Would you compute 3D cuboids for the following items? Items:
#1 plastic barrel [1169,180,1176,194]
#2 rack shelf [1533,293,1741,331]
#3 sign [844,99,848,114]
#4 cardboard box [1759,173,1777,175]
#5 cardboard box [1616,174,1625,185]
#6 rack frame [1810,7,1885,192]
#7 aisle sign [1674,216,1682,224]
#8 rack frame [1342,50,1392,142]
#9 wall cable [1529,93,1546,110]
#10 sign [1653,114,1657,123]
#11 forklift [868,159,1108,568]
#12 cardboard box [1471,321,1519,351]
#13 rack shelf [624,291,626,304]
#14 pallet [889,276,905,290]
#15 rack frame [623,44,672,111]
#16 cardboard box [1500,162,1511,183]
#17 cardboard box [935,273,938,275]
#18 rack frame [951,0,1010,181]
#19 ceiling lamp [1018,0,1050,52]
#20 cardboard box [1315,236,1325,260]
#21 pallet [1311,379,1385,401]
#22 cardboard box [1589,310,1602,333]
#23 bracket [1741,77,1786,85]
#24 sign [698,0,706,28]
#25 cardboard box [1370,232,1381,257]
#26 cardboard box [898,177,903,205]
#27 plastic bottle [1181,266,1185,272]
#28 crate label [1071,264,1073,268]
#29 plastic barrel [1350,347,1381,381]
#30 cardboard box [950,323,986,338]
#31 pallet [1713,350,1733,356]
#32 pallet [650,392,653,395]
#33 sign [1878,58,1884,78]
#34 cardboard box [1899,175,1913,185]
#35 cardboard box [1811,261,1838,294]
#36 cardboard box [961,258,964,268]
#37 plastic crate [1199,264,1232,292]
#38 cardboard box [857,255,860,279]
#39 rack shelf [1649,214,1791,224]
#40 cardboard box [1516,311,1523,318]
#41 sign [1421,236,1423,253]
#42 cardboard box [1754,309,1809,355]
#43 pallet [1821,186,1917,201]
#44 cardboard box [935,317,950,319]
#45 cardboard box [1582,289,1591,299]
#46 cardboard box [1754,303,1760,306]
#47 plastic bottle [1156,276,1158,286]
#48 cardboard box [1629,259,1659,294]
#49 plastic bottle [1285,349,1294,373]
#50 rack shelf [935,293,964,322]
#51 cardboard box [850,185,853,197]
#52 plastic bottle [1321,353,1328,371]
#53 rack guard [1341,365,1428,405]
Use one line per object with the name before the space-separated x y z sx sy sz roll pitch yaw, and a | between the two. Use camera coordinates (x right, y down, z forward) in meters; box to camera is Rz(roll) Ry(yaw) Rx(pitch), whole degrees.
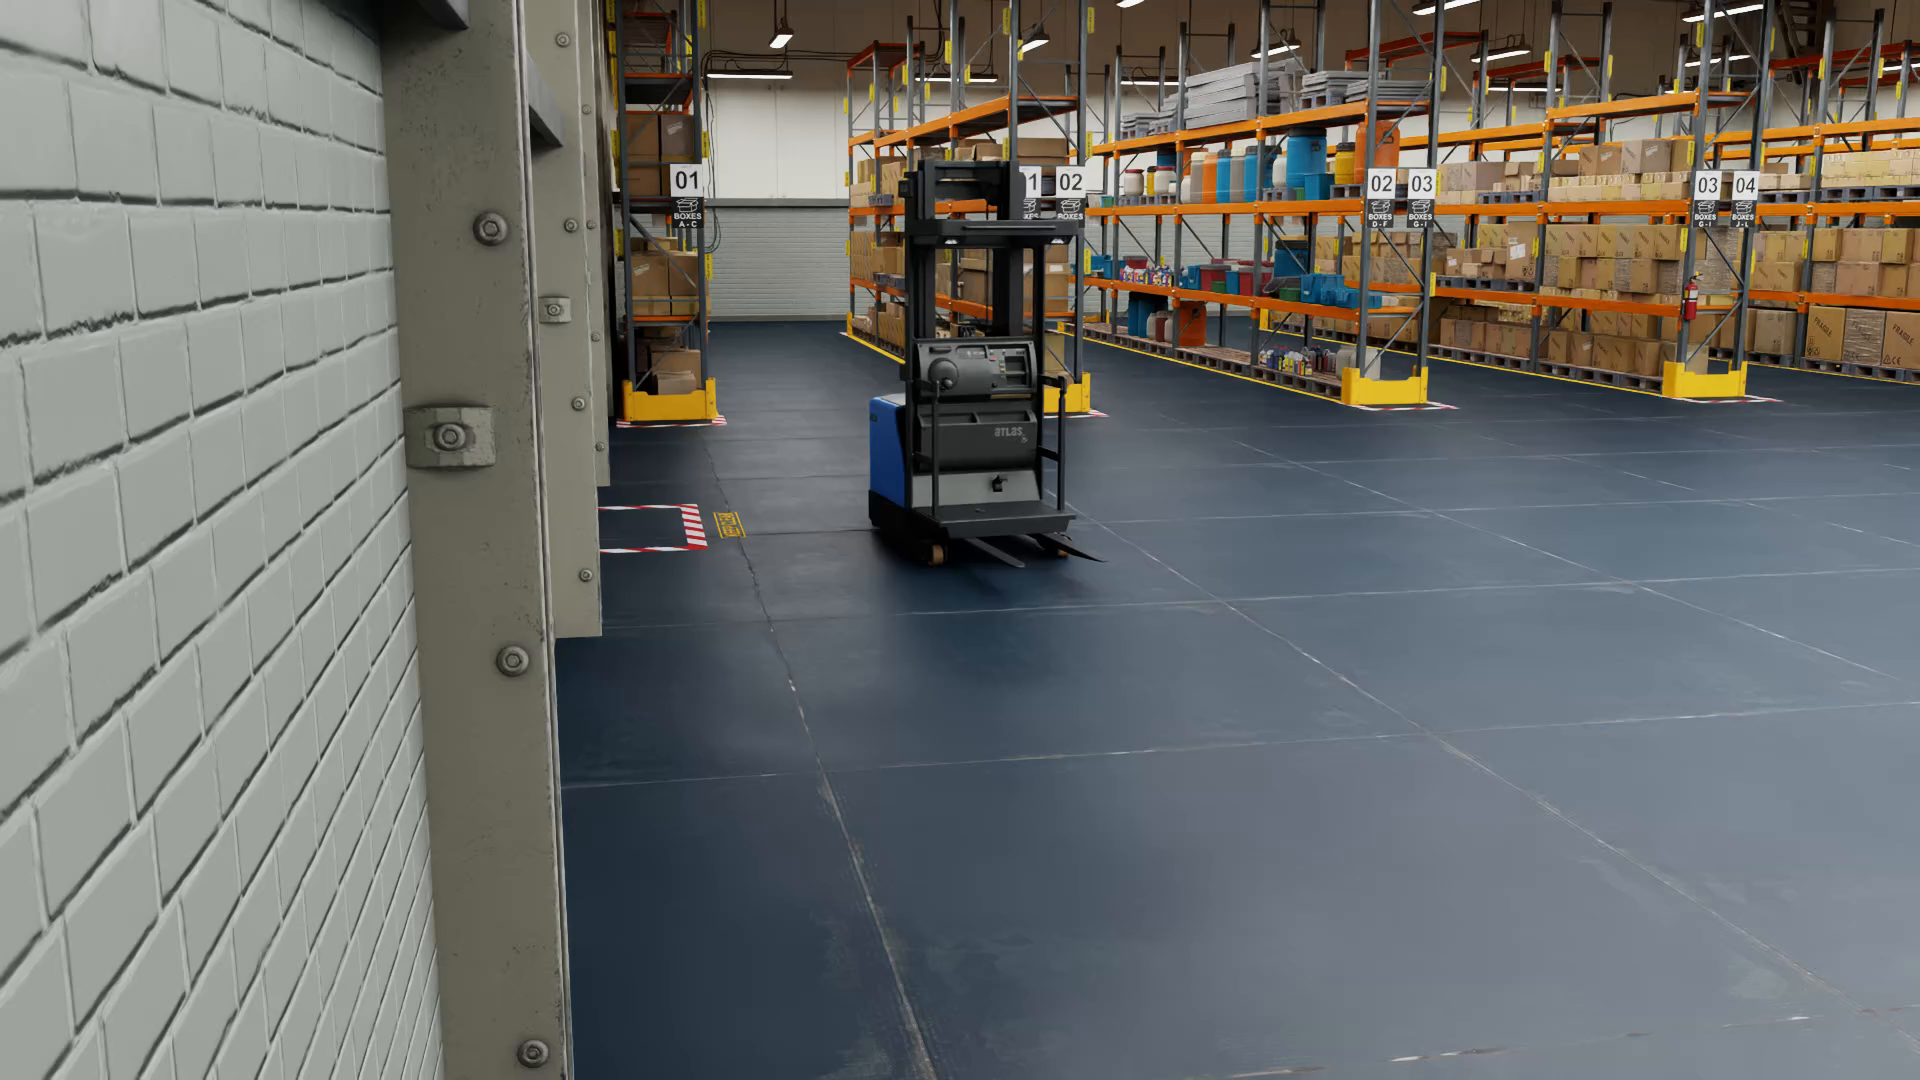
plastic barrel | 4.088 -6.655 31.361 0.301 0.262 0.301 0 11 0
rack shelf | 10.465 -3.578 25.894 1.077 0.370 4.000 -2 11 -11
sign | -2.508 -9.564 36.669 0.100 0.325 0.005 -2 11 -11
cardboard box | 14.405 -6.458 29.931 0.500 0.311 0.500 -3 11 -13
cardboard box | 10.241 -5.490 25.332 0.380 0.149 0.250 -3 11 -14
rack frame | 14.961 -7.407 28.044 1.000 3.000 0.127 -2 11 -11
aisle sign | 17.753 -8.161 41.097 0.394 0.787 0.004 -2 11 -11
rack frame | 8.521 -8.712 34.902 1.000 3.000 0.127 -2 11 -11
wall cable | 16.819 -10.866 46.219 2.355 3.000 0.029 -2 11 -11
sign | 16.918 -10.324 40.448 0.100 0.325 0.005 -2 11 -11
forklift | 0.201 -1.330 12.344 1.130 2.935 3.031 -4 11 -19
cardboard box | 9.686 -3.692 30.082 0.700 0.500 0.500 -1 11 -6
rack shelf | -4.889 -3.771 26.910 1.077 0.370 4.000 -2 11 -11
pallet | -0.620 -4.699 30.377 1.213 0.211 1.003 -2 11 -11
rack frame | -6.056 -8.172 32.063 1.000 3.000 0.127 -2 11 -11
cardboard box | 9.828 -6.536 29.888 0.500 0.500 0.500 -2 11 -10
cardboard box | -0.392 -4.560 29.369 0.500 0.311 0.500 -1 11 -7
rack frame | 0.359 -6.885 25.304 1.000 3.000 0.127 -2 11 -11
ceiling lamp | 1.616 -11.165 32.176 0.800 3.185 2.000 -2 11 -11
cardboard box | 8.075 -6.372 36.255 0.500 0.500 0.500 -2 11 -10
pallet | 5.782 -2.176 24.062 1.003 0.211 1.213 -2 11 -11
cardboard box | 13.509 -4.567 34.733 0.500 0.500 0.500 -2 11 -10
bracket | 21.719 -12.859 47.060 0.076 0.066 5.218 -2 11 -11
sign | -3.190 -6.488 20.509 0.100 0.325 0.005 -2 11 -11
cardboard box | 8.775 -6.064 34.083 0.797 0.503 0.637 -2 11 -10
cardboard box | -0.636 -6.367 30.335 0.910 0.500 0.500 -2 11 -11
plastic bottle | 4.376 -5.202 32.637 0.144 0.351 0.185 -2 11 -11
crate label | 2.609 -6.209 38.080 0.416 0.233 0.303 -2 11 -11
plastic barrel | 5.793 -2.486 23.767 0.421 0.512 0.421 0 11 0
cardboard box | 0.142 -3.066 25.506 0.500 0.500 0.500 -2 11 -11
pallet | 14.263 -3.676 31.946 1.003 0.211 1.213 -2 11 -11
pallet | -3.860 -1.818 22.184 1.003 0.211 1.213 -2 11 -11
sign | 15.511 -7.959 28.024 0.100 0.325 0.005 -2 11 -11
cardboard box | 15.046 -5.660 26.170 0.380 0.149 0.250 -2 11 -10
cardboard box | 15.045 -4.466 28.237 0.875 0.550 0.550 -2 11 -11
cardboard box | 0.221 -4.250 25.499 0.380 0.149 0.250 -2 11 -11
plastic crate | 4.454 -4.575 29.041 0.402 0.464 0.583 -2 11 -11
cardboard box | -1.947 -5.911 35.961 0.500 0.500 0.500 -2 11 -11
rack shelf | 17.852 -7.612 39.071 1.077 0.370 4.000 -2 11 -11
cardboard box | 12.877 -5.118 37.771 0.380 0.149 0.250 -2 11 -10
sign | 8.755 -5.579 31.391 0.100 0.325 0.005 -2 11 -11
cardboard box | 14.752 -3.671 29.357 1.050 0.750 0.750 -2 11 -11
pallet | 15.110 -5.739 27.542 1.003 0.211 1.213 -2 11 -11
cardboard box | -0.428 -3.942 31.393 0.500 0.500 0.500 -2 11 -12
cardboard box | 10.090 -3.896 26.313 0.380 0.149 0.250 -2 11 -11
cardboard box | 18.224 -5.192 38.182 0.875 0.438 0.875 -2 11 -12
plastic bottle | 3.799 -4.966 31.795 0.097 0.201 0.097 0 11 0
cardboard box | 10.559 -3.949 24.857 0.875 0.500 0.500 -2 11 -11
plastic bottle | 5.087 -2.757 25.566 0.144 0.351 0.185 -2 11 -11
rack shelf | -0.030 -3.952 27.860 1.077 0.370 4.000 -2 11 -11
cardboard box | -2.131 -7.681 36.571 0.500 0.250 0.500 -2 11 -11
plastic bottle | 5.650 -2.763 25.781 0.061 0.283 0.133 -2 11 -11
rack guard | 5.935 -2.168 23.252 1.175 0.500 0.348 -2 11 -11
